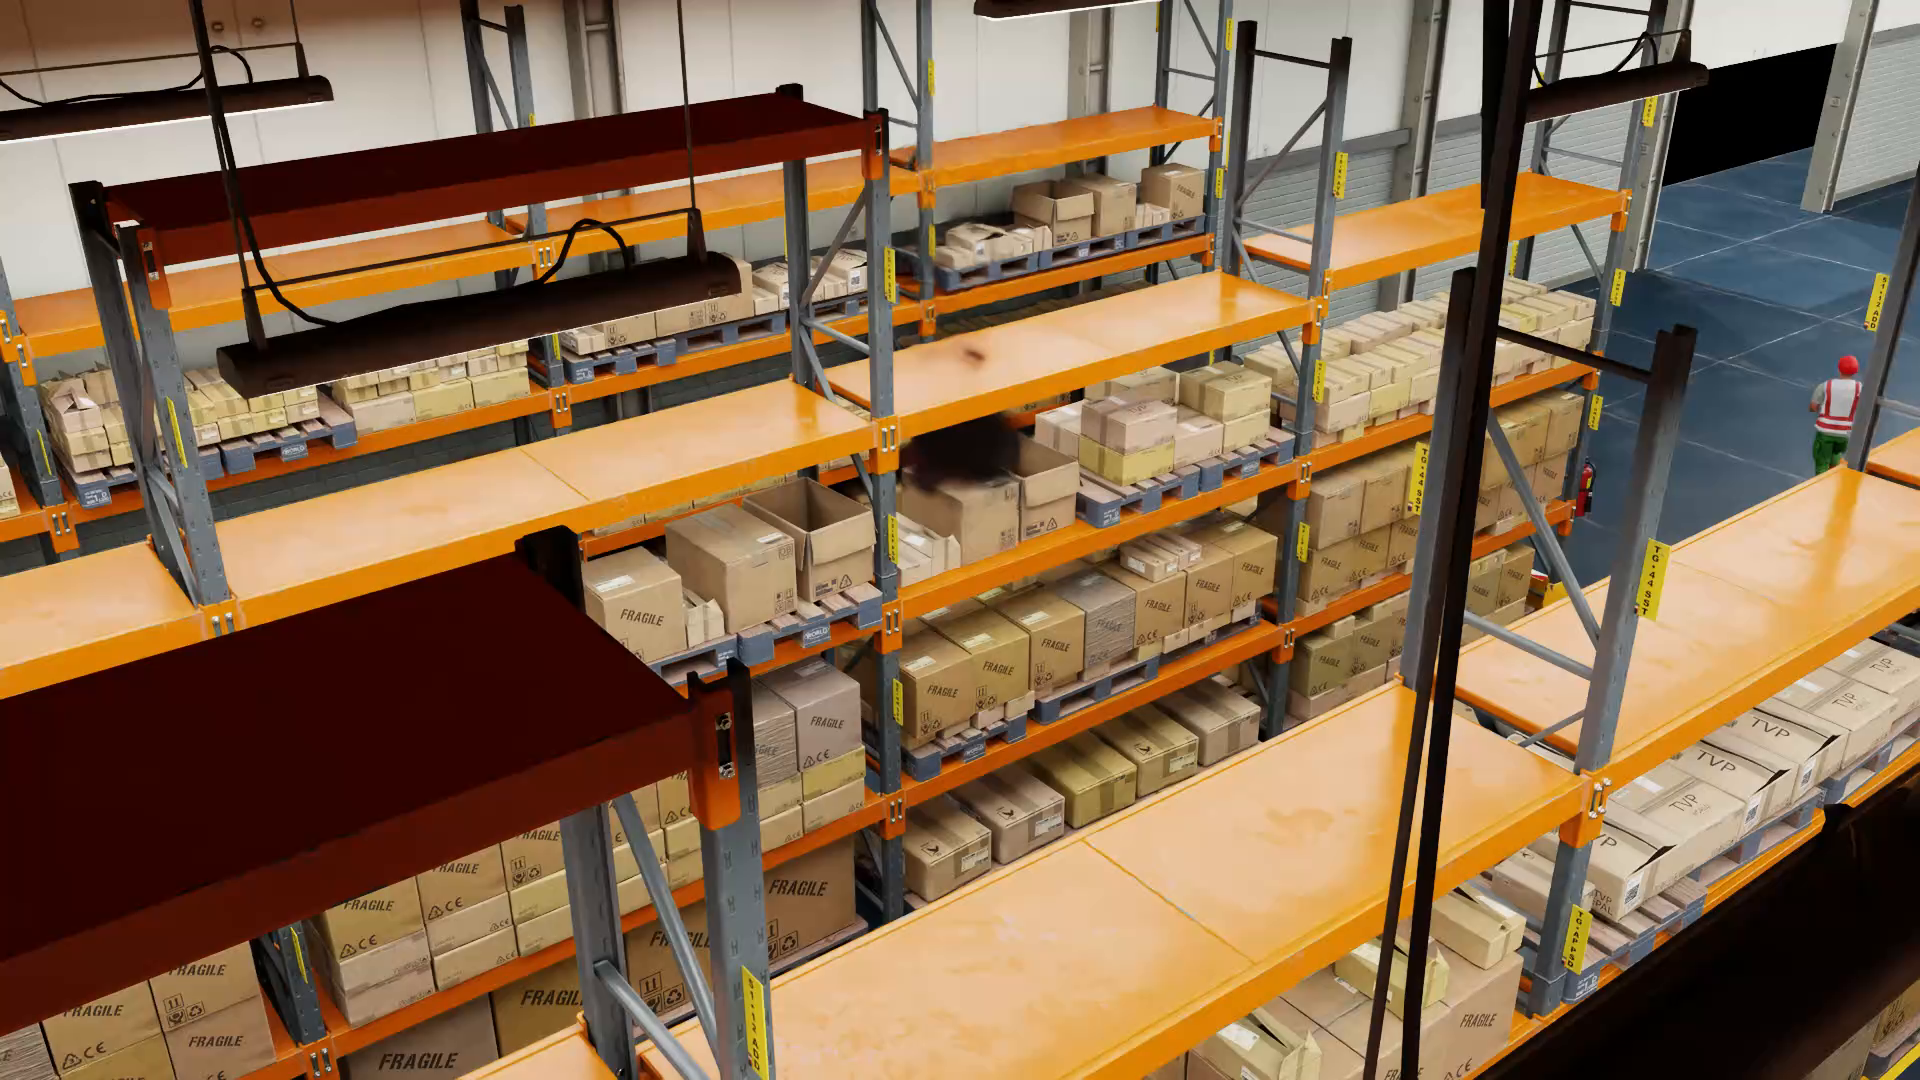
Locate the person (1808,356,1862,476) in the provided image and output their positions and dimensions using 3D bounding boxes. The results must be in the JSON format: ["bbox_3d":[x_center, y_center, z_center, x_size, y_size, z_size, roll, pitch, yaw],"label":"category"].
[{"bbox_3d":[9.730,-1.189,18.530,0.632,1.830,0.754,6,27,12],"label":"person"}]
